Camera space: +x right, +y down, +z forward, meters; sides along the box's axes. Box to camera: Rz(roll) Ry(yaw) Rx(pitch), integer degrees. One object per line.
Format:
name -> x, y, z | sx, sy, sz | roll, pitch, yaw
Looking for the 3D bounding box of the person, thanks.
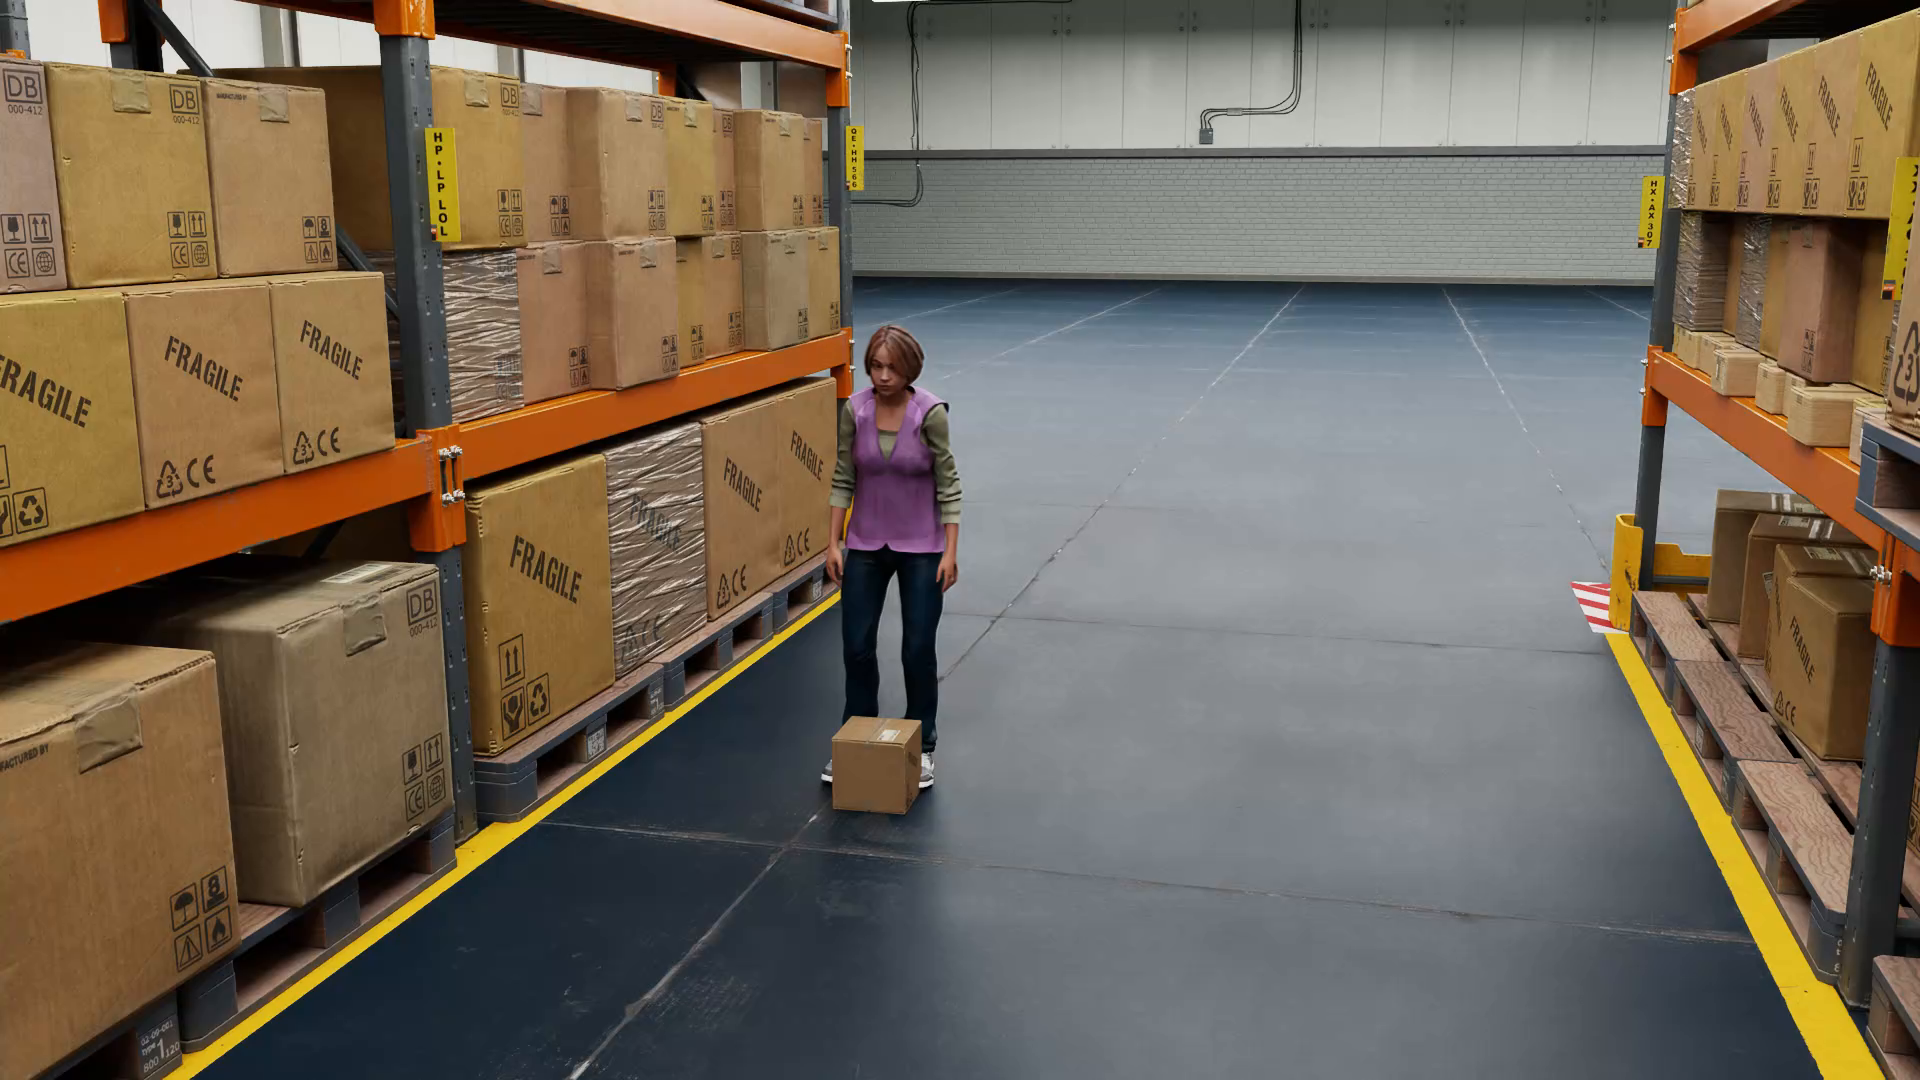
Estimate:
person -> -0.229, 0.056, 5.709 | 0.474, 1.593, 0.349 | 3, 12, 12
